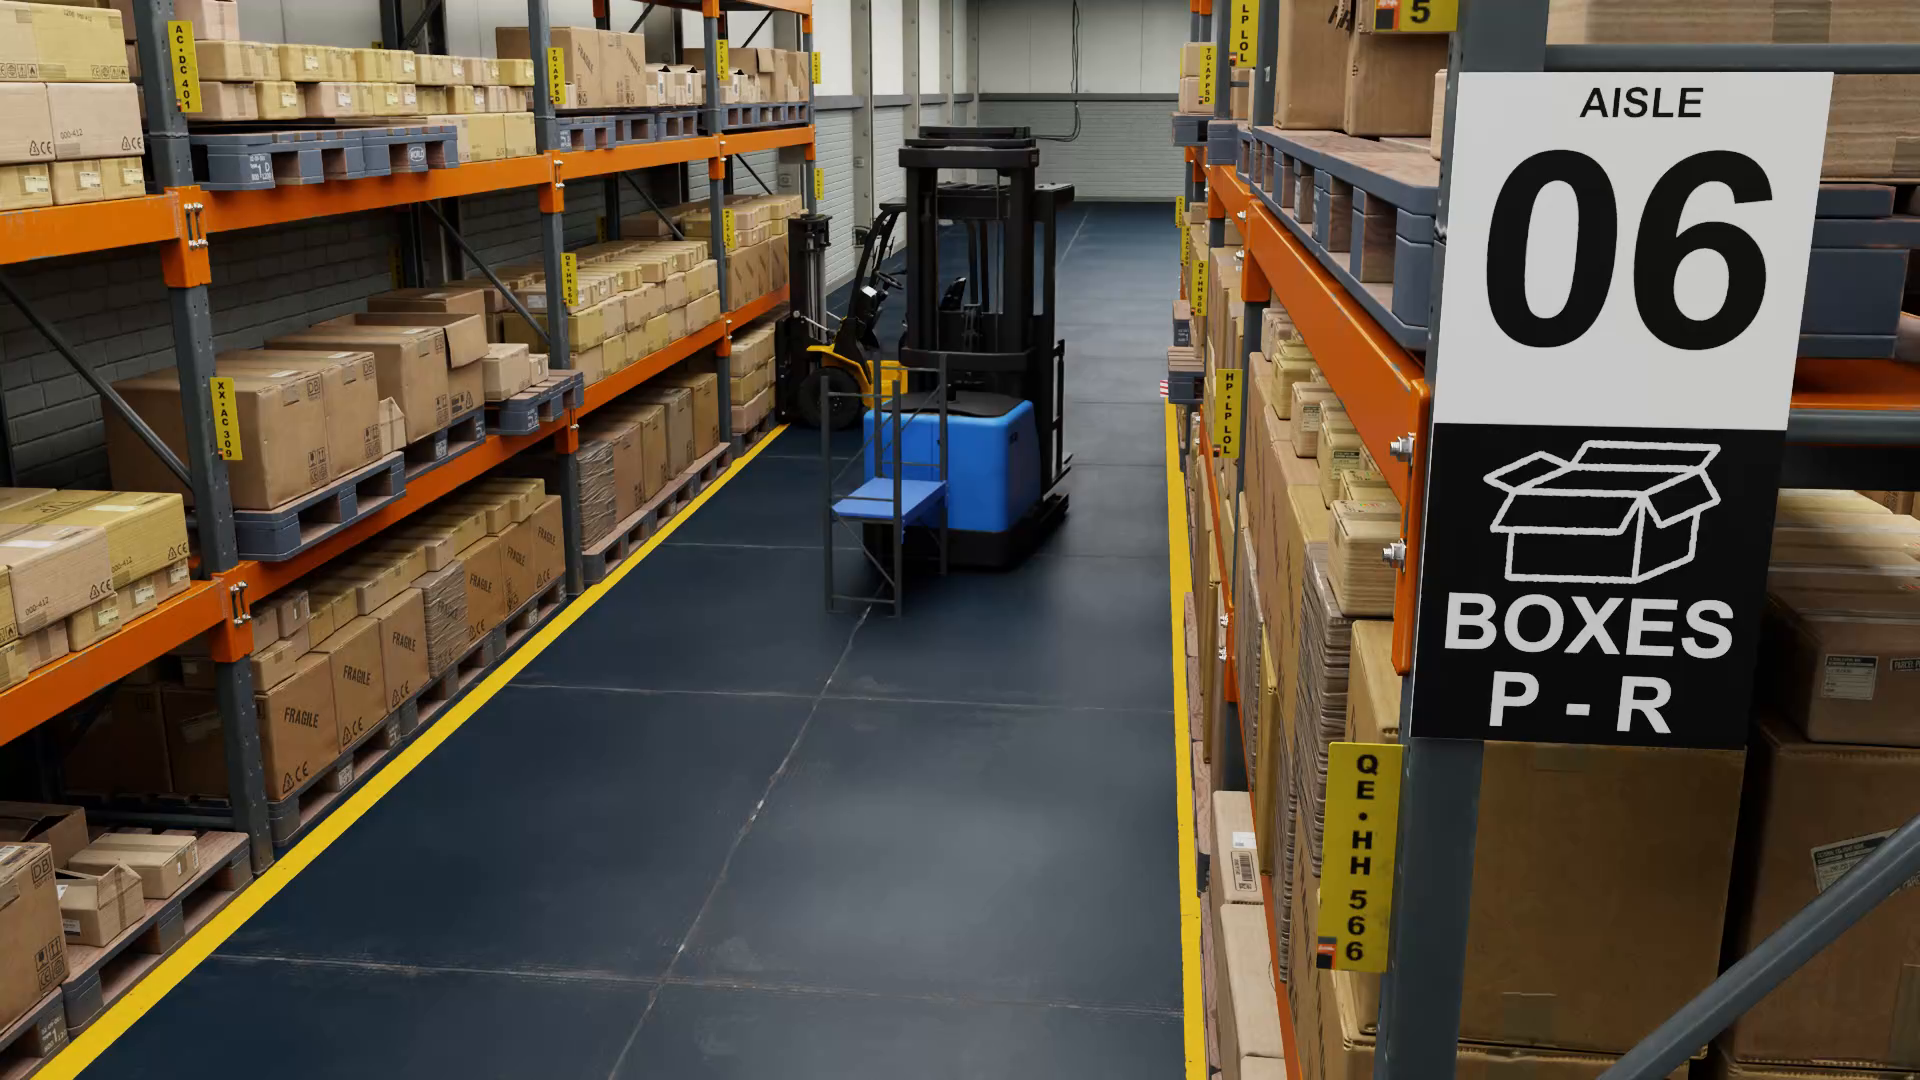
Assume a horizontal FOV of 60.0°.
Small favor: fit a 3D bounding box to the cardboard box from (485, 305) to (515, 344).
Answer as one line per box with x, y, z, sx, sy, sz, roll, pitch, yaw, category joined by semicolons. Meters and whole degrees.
-3.190;-1.400;10.924;0.500;0.250;0.500;2;15;8;cardboard box

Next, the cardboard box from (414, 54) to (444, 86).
-2.855;-2.384;8.439;0.380;0.149;0.250;2;15;6;cardboard box

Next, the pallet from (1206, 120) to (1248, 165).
1.948;-2.150;8.981;1.213;0.211;1.003;2;15;9;pallet

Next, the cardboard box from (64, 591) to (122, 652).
-3.214;0.278;5.867;0.380;0.149;0.250;2;15;8;cardboard box

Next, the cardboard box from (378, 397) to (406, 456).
-2.878;-0.556;7.925;0.396;0.266;0.258;2;15;9;cardboard box

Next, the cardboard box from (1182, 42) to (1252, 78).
1.909;-3.549;12.320;0.500;0.250;0.500;1;15;5;cardboard box

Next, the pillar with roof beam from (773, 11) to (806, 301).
1.919;-7.353;22.115;9.100;9.000;0.400;2;15;6;pillar with roof beam

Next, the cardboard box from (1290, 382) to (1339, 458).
1.033;-0.299;4.173;0.380;0.149;0.250;2;15;6;cardboard box

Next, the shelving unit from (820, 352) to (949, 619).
-0.466;-0.379;10.690;0.538;1.500;1.048;4;16;15;shelving unit

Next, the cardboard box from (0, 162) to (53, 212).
-3.232;-1.161;5.445;0.380;0.149;0.250;2;15;8;cardboard box

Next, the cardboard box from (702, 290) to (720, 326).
-2.310;-1.933;13.853;0.500;0.250;0.500;2;15;8;cardboard box

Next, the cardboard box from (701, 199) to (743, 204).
-2.433;-3.406;17.009;0.380;0.149;0.250;2;15;7;cardboard box

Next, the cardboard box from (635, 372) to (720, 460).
-2.561;-1.065;14.099;0.875;0.625;0.625;2;15;9;cardboard box

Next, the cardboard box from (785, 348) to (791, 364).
-1.971;-1.769;16.463;0.500;0.250;0.500;2;15;6;cardboard box

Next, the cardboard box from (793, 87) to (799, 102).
-1.853;-4.535;16.927;0.380;0.149;0.250;1;15;5;cardboard box

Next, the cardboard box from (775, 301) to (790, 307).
-1.804;-2.411;17.880;0.500;0.250;0.500;2;15;8;cardboard box

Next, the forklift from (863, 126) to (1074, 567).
0.215;-1.577;12.378;1.130;2.935;3.031;4;16;15;forklift

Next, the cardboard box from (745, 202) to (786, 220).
-1.937;-3.254;16.444;0.380;0.149;0.250;2;15;7;cardboard box

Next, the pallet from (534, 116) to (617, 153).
-2.977;-2.642;10.802;1.213;0.211;1.003;2;15;9;pallet

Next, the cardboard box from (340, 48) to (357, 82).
-2.943;-2.127;7.449;0.380;0.149;0.250;2;15;7;cardboard box

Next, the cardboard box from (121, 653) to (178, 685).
-3.661;0.518;7.243;0.380;0.149;0.250;1;15;4;cardboard box

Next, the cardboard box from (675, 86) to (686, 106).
-2.335;-3.428;12.831;0.380;0.149;0.250;2;15;6;cardboard box

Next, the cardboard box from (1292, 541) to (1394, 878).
0.913;0.314;3.147;0.500;0.500;0.500;2;15;6;cardboard box

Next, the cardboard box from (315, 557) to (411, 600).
-3.026;0.196;8.433;0.380;0.149;0.250;2;15;8;cardboard box

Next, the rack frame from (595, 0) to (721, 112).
-2.513;-5.040;13.562;1.000;3.000;0.127;2;15;6;rack frame

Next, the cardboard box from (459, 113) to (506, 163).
-2.837;-2.212;9.136;0.500;0.250;0.500;2;15;6;cardboard box

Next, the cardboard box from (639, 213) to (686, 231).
-2.691;-2.874;15.039;0.380;0.149;0.250;2;15;6;cardboard box

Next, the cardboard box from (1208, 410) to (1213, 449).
1.623;-0.636;9.055;0.500;0.250;0.500;1;15;5;cardboard box

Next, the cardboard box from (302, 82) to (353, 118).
-2.878;-1.911;7.220;0.380;0.149;0.250;2;15;7;cardboard box

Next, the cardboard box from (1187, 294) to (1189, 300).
2.264;-2.234;15.157;0.380;0.149;0.250;1;15;5;cardboard box

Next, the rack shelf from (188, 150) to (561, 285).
-3.190;-1.689;8.293;1.077;0.370;4.000;2;15;6;rack shelf

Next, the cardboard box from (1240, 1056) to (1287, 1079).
1.135;1.736;4.100;0.875;0.438;0.875;2;15;8;cardboard box

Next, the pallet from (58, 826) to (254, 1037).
-3.494;1.455;6.377;1.003;0.211;1.213;2;15;6;pallet

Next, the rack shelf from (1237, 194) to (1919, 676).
1.291;-0.506;3.919;1.077;0.370;4.000;2;15;6;rack shelf

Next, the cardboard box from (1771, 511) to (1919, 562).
1.483;0.051;2.876;0.380;0.149;0.250;2;15;8;cardboard box

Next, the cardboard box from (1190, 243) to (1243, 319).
1.846;-1.748;11.312;0.500;0.500;0.500;1;15;2;cardboard box

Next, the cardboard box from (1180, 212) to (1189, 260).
2.542;-3.114;17.169;0.500;0.500;0.500;1;15;5;cardboard box

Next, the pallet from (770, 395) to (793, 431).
-2.246;-1.320;16.641;1.003;0.211;1.213;2;15;6;pallet

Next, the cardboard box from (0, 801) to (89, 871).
-3.725;1.190;6.360;0.500;0.311;0.500;2;15;8;cardboard box

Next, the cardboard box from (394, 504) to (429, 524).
-3.338;-0.155;9.730;0.380;0.149;0.250;2;15;7;cardboard box

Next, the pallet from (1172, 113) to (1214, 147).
2.130;-2.930;11.865;1.213;0.211;1.003;2;15;6;pallet

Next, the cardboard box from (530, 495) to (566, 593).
-2.798;0.013;10.351;0.500;0.500;0.500;2;15;8;cardboard box

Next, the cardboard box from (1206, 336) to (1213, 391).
1.666;-1.006;9.467;0.500;0.250;0.500;2;15;6;cardboard box

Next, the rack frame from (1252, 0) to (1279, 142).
1.517;-2.820;5.352;1.000;3.000;0.127;2;15;6;rack frame

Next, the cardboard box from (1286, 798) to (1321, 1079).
0.928;0.802;3.256;0.500;0.500;0.500;1;15;5;cardboard box

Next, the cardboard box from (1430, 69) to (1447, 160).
0.995;-0.695;2.724;0.380;0.149;0.250;1;15;2;cardboard box

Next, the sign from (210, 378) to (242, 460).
-2.876;-0.473;6.507;0.100;0.325;0.005;2;15;6;sign

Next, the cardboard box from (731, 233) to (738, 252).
-2.188;-2.648;14.773;0.380;0.149;0.250;2;15;8;cardboard box

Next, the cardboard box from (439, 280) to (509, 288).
-3.210;-1.630;11.008;0.380;0.149;0.250;2;15;8;cardboard box

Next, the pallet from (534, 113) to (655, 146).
-2.853;-2.932;11.875;1.003;0.211;1.213;2;15;9;pallet

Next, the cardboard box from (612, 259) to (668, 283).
-2.399;-2.007;12.404;0.380;0.149;0.250;1;15;5;cardboard box

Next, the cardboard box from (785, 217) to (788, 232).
-1.934;-3.178;16.733;0.380;0.149;0.250;1;15;4;cardboard box

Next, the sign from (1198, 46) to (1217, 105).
1.429;-2.676;9.573;0.100;0.325;0.005;2;15;6;sign

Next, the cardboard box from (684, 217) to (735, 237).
-2.182;-2.723;14.482;0.380;0.149;0.250;2;15;7;cardboard box

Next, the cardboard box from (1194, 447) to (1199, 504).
2.208;-0.430;12.236;0.950;0.372;0.625;2;15;8;cardboard box

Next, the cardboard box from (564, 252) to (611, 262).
-2.939;-2.157;12.959;0.380;0.149;0.250;2;15;6;cardboard box

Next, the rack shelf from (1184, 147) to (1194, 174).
2.645;-3.618;15.429;1.077;0.370;4.000;2;15;6;rack shelf
